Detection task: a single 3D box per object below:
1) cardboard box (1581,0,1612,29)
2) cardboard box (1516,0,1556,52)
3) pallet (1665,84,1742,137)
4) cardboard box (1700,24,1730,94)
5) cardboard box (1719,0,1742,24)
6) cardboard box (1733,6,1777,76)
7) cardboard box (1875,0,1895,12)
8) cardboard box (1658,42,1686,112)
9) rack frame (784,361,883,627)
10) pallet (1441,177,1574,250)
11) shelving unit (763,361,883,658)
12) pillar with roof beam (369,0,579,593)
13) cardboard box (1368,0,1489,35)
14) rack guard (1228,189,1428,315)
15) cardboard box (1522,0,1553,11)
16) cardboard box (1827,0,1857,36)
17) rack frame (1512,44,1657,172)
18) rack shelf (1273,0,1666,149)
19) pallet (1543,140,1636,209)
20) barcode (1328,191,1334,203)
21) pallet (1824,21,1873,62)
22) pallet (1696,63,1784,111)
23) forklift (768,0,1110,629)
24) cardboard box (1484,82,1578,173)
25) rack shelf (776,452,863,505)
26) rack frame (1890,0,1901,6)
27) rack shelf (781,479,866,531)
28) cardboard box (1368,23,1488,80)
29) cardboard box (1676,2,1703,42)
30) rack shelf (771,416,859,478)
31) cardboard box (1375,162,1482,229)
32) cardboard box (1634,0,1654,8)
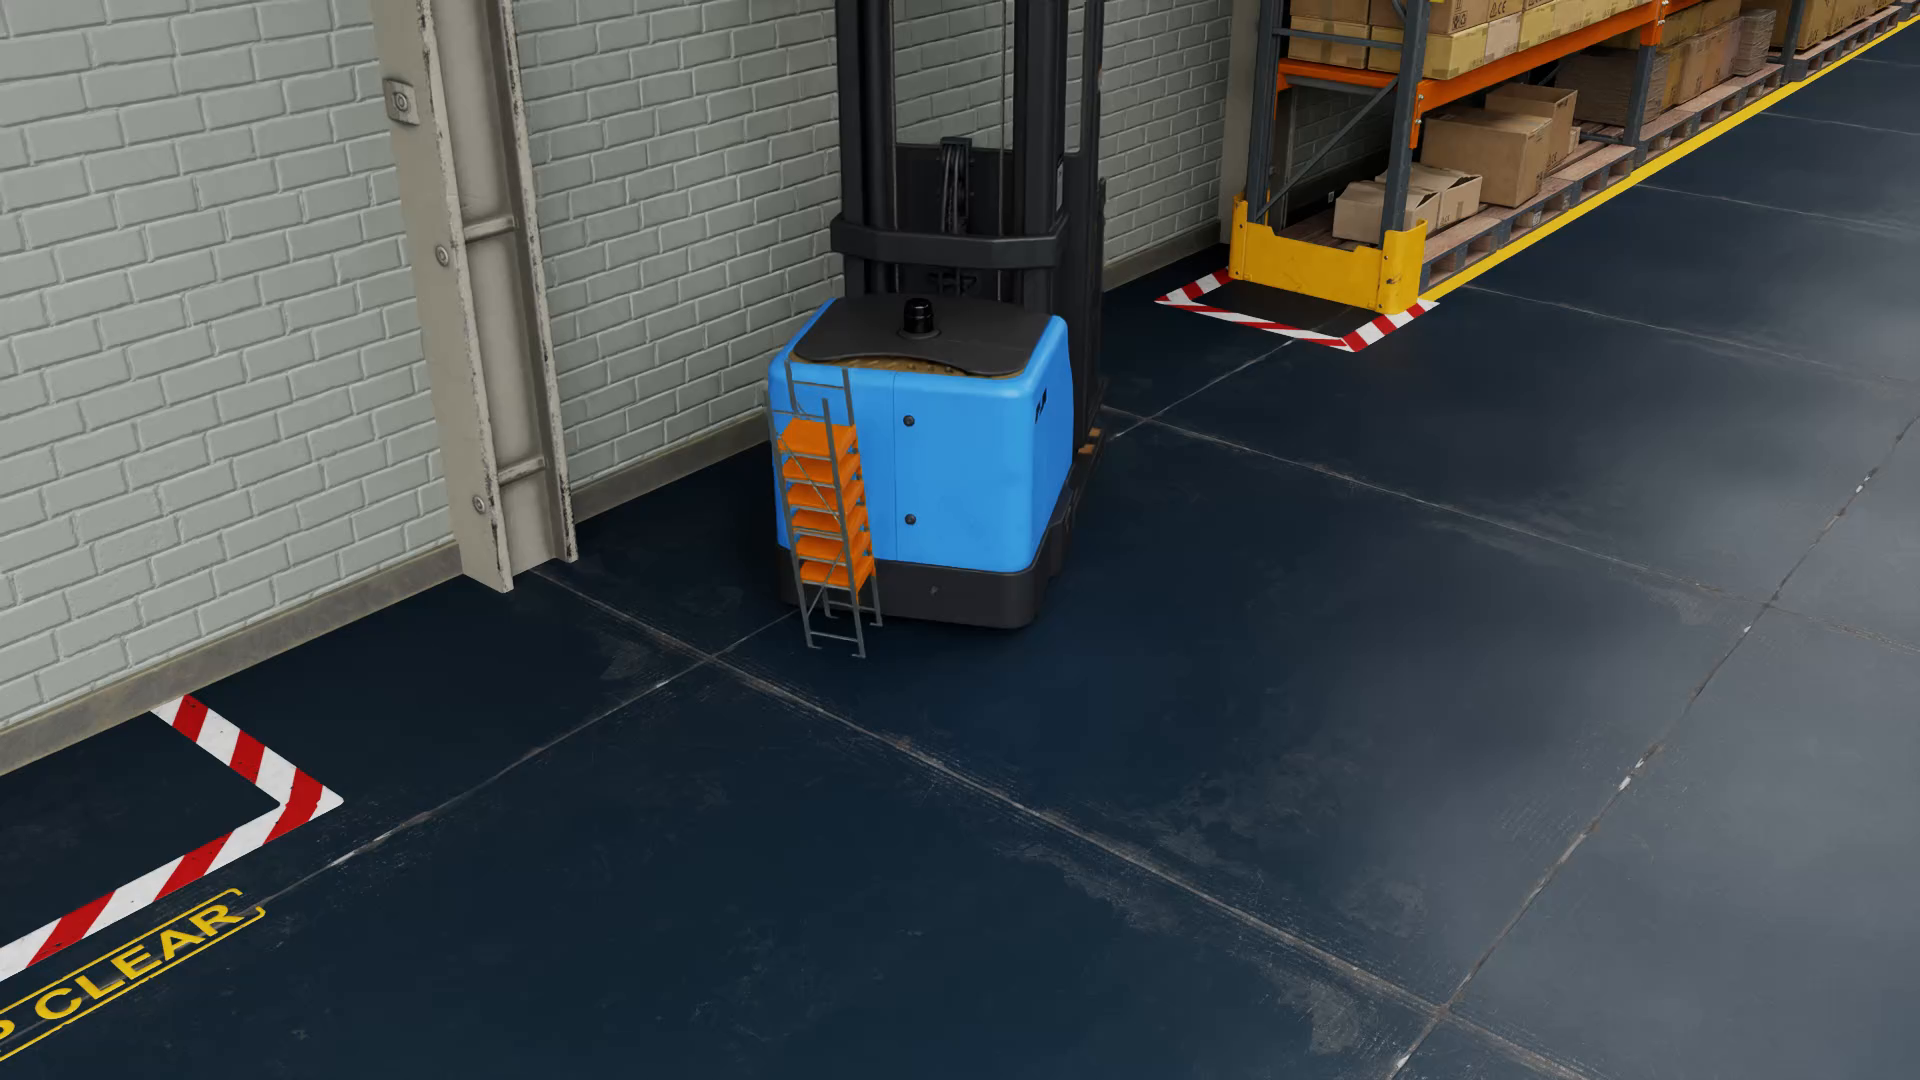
[{"bbox_3d":[4.016,-3.602,11.090,0.500,0.250,0.500,21,34,34],"label":"cardboard box"},{"bbox_3d":[3.374,-3.245,10.399,0.500,0.250,0.500,20,34,34],"label":"cardboard box"},{"bbox_3d":[5.985,-3.746,14.261,1.003,0.211,1.213,21,34,34],"label":"pallet"},{"bbox_3d":[6.130,-4.173,14.294,0.700,0.500,0.500,21,34,34],"label":"cardboard box"},{"bbox_3d":[6.431,-4.655,14.410,0.500,0.250,0.500,21,34,35],"label":"cardboard box"},{"bbox_3d":[6.842,-4.506,14.938,0.700,0.500,0.500,21,34,35],"label":"cardboard box"},{"bbox_3d":[9.490,-6.073,17.607,0.750,0.750,0.750,21,34,35],"label":"cardboard box"},{"bbox_3d":[5.460,-3.822,13.616,0.700,0.500,0.500,20,33,33],"label":"cardboard box"},{"bbox_3d":[-0.460,-0.144,6.165,0.240,1.200,0.006,9,41,17],"label":"rack frame"},{"bbox_3d":[3.539,-2.352,11.567,1.003,0.211,1.213,21,34,34],"label":"pallet"},{"bbox_3d":[-0.489,-0.088,6.099,0.258,1.200,0.189,9,41,17],"label":"shelving unit"},{"bbox_3d":[1.454,-2.635,2.550,9.100,9.000,0.400,21,34,34],"label":"pillar with roof beam"},{"bbox_3d":[2.706,-3.212,9.519,0.500,0.500,0.500,21,34,34],"label":"cardboard box"},{"bbox_3d":[2.219,-1.772,10.131,1.175,0.500,0.348,21,34,34],"label":"rack guard"},{"bbox_3d":[3.362,-3.566,10.203,0.500,0.500,0.500,19,33,33],"label":"cardboard box"},{"bbox_3d":[8.390,-5.454,16.411,0.750,0.750,0.750,21,34,34],"label":"cardboard box"},{"bbox_3d":[4.715,-4.273,12.246,1.000,3.000,0.127,21,34,34],"label":"rack frame"},{"bbox_3d":[3.443,-3.245,11.041,1.077,0.370,4.000,21,34,34],"label":"rack shelf"},{"bbox_3d":[4.315,-2.786,12.406,1.003,0.211,1.213,21,34,34],"label":"pallet"},{"bbox_3d":[2.383,-2.203,10.681,0.001,0.075,0.075,21,34,34],"label":"barcode"},{"bbox_3d":[8.595,-5.141,16.958,1.003,0.211,1.213,21,34,34],"label":"pallet"},{"bbox_3d":[6.761,-4.176,15.093,1.003,0.211,1.213,21,34,34],"label":"pallet"},{"bbox_3d":[0.087,-1.616,7.185,1.130,2.935,3.031,6,28,11],"label":"forklift"},{"bbox_3d":[4.086,-2.979,11.985,0.500,0.500,0.500,18,32,31],"label":"cardboard box"},{"bbox_3d":[-0.503,-0.239,5.976,0.258,0.103,0.180,9,41,17],"label":"rack shelf"},{"bbox_3d":[9.804,-7.110,17.729,1.000,3.000,0.127,21,34,34],"label":"rack frame"},{"bbox_3d":[-0.495,-0.146,6.051,0.258,0.103,0.180,9,41,17],"label":"rack shelf"},{"bbox_3d":[2.726,-2.878,9.689,0.500,0.250,0.500,20,33,33],"label":"cardboard box"},{"bbox_3d":[5.776,-4.300,13.723,0.500,0.250,0.500,20,33,33],"label":"cardboard box"},{"bbox_3d":[-0.512,-0.332,5.900,0.258,0.103,0.180,9,41,17],"label":"rack shelf"},{"bbox_3d":[3.043,-2.277,10.835,0.500,0.311,0.500,24,36,38],"label":"cardboard box"},{"bbox_3d":[4.648,-3.959,11.780,0.500,0.250,0.500,21,34,35],"label":"cardboard box"}]
